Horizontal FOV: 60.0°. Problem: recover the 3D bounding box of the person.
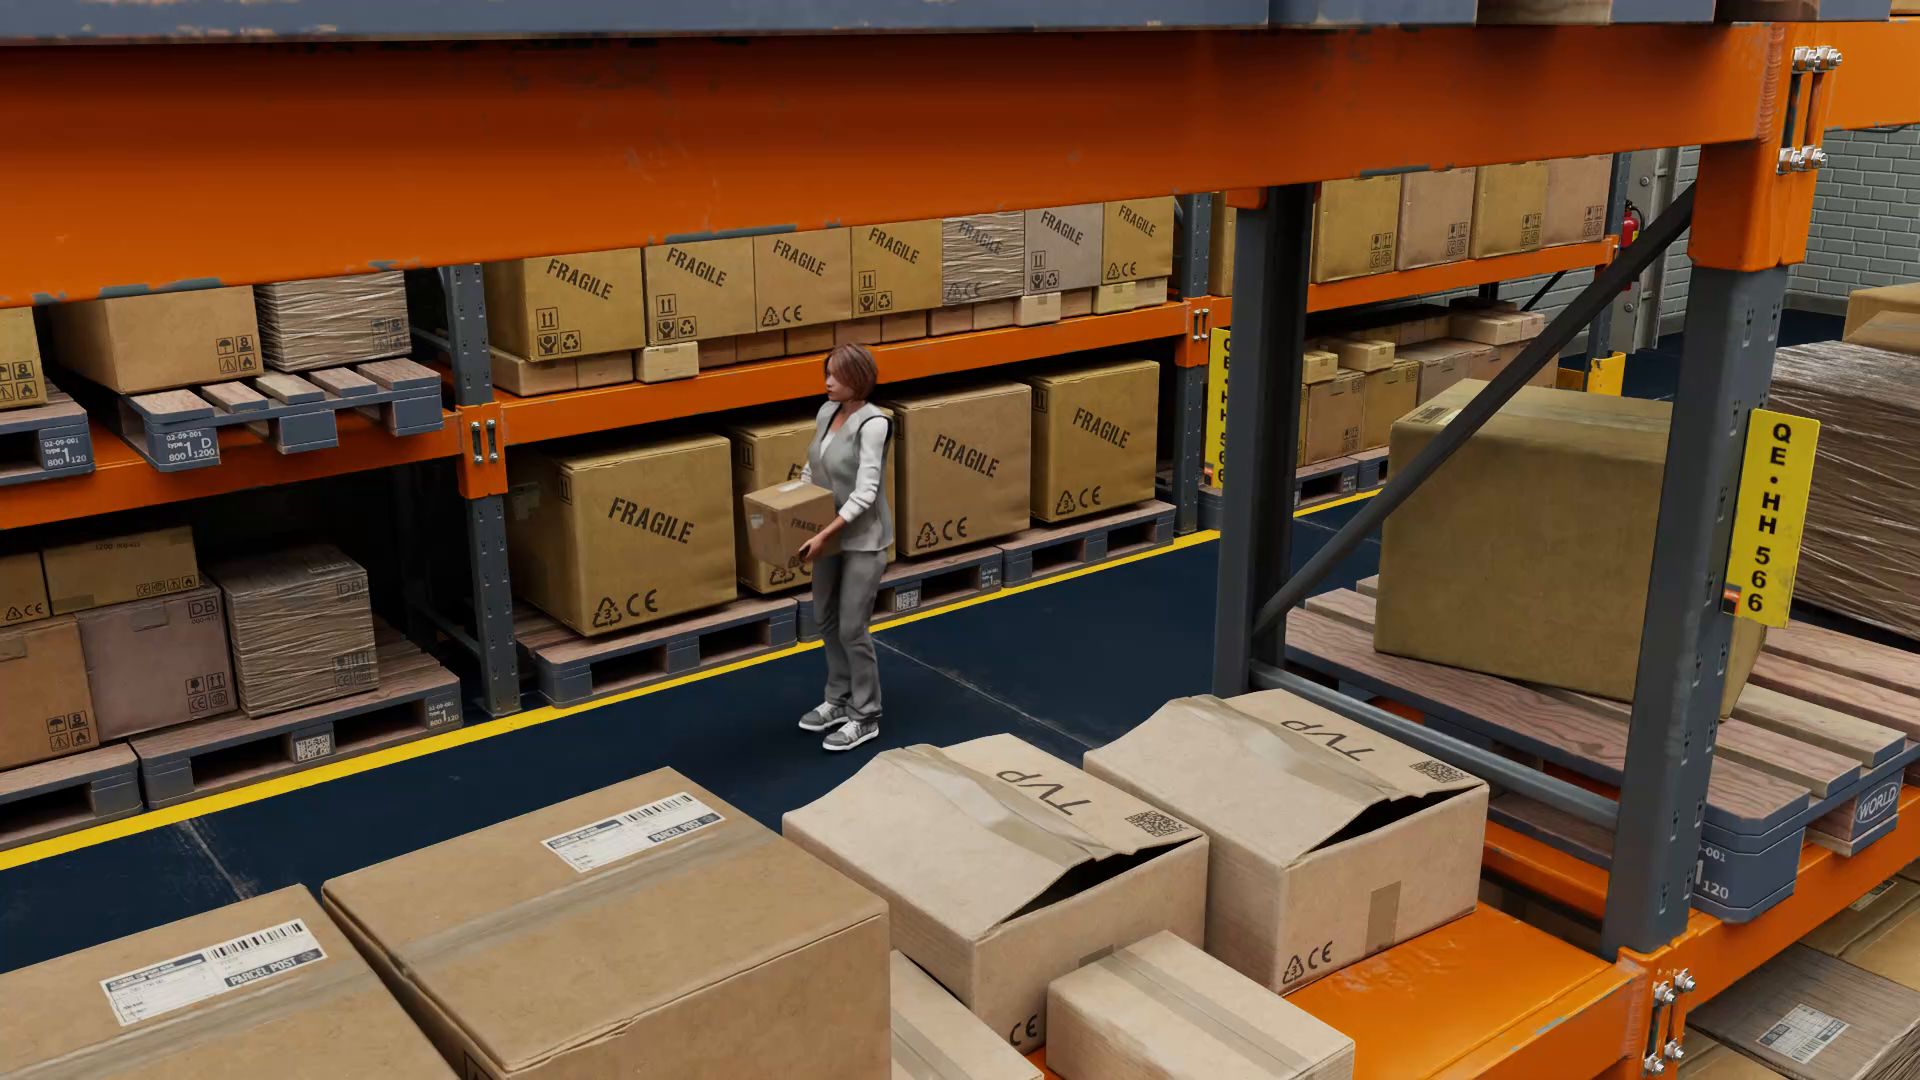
[{"bbox_3d":[-0.494,0.033,6.457,0.478,1.600,0.435,-14,23,-36],"label":"person"}]
